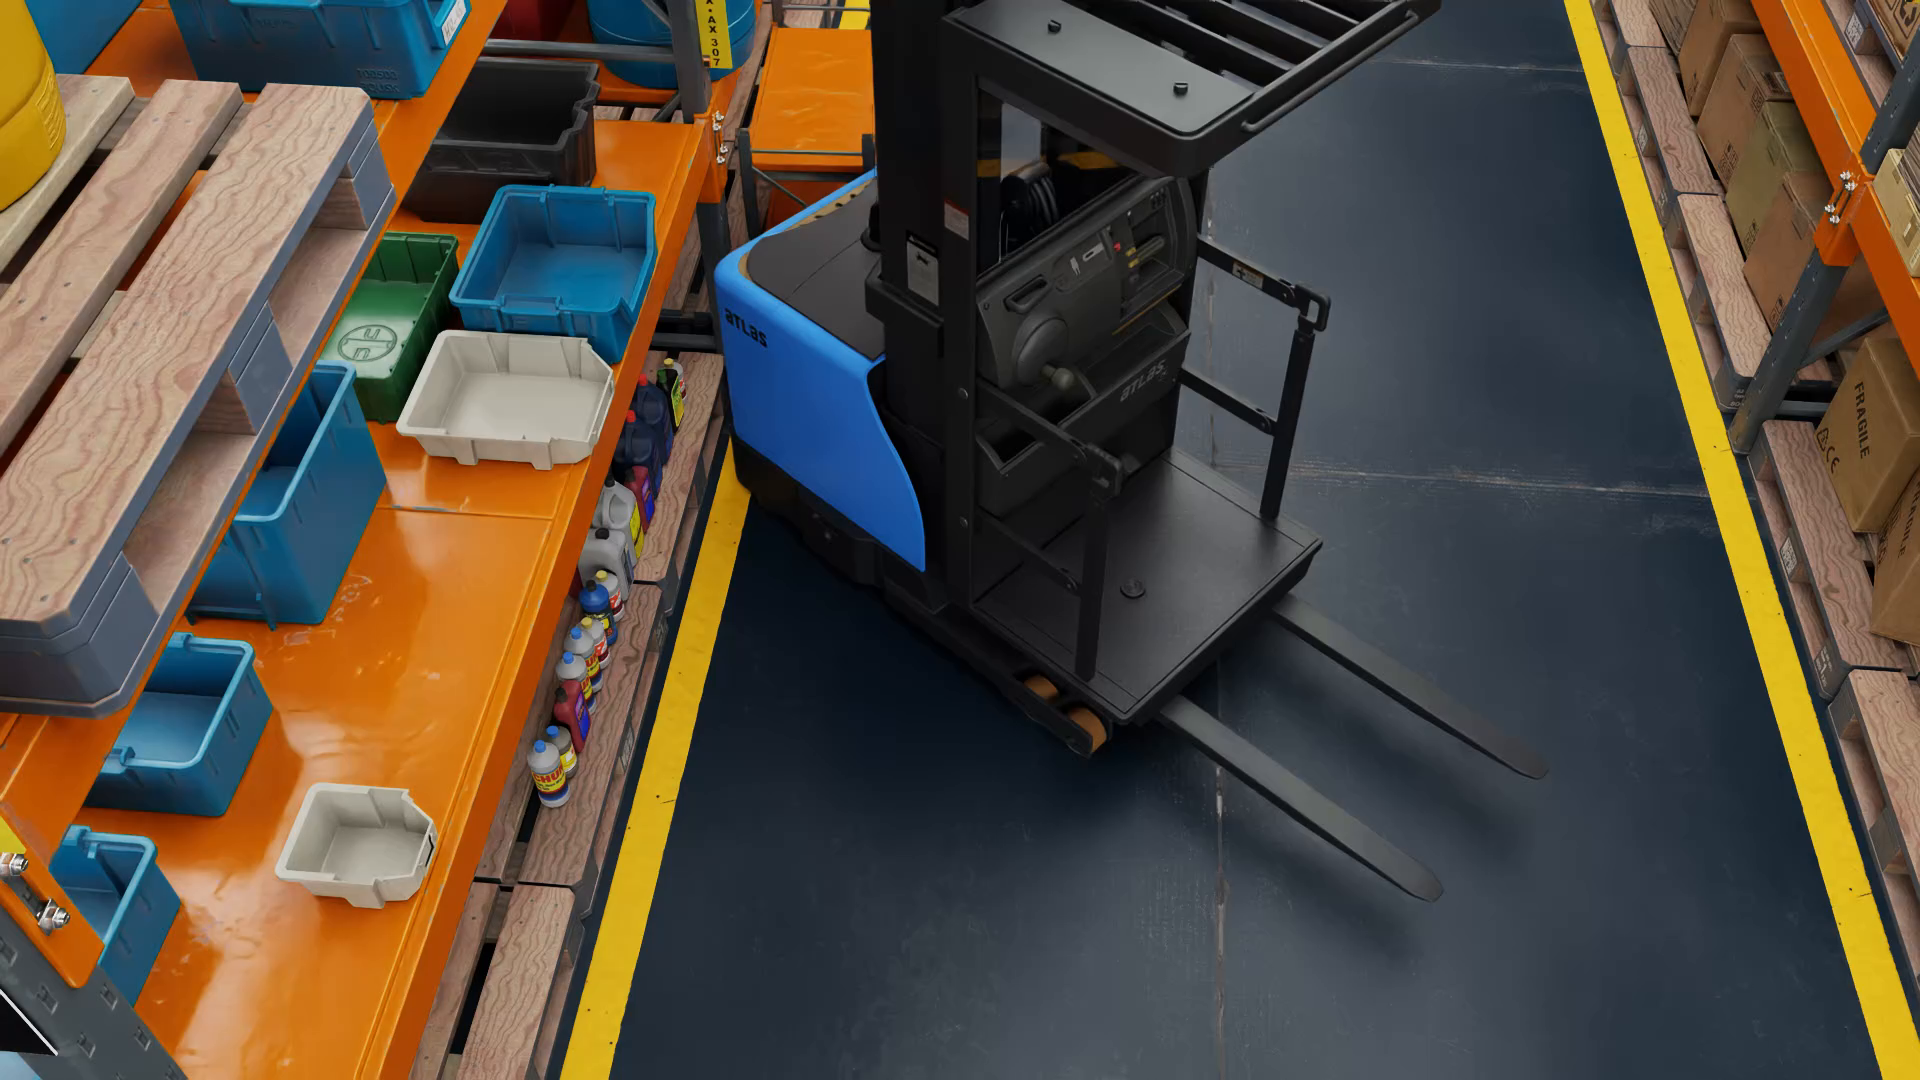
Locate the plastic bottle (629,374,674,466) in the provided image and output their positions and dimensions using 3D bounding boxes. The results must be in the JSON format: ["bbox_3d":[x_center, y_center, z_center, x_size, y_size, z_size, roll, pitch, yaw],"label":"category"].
[{"bbox_3d":[-1.153,-0.454,6.130,0.144,0.351,0.185,3,48,2],"label":"plastic bottle"}]

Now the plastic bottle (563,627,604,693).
[{"bbox_3d":[-1.230,0.382,5.418,0.097,0.271,0.097,0,48,0],"label":"plastic bottle"}]

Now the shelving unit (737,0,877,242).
[{"bbox_3d":[-0.544,-1.479,6.840,0.538,1.125,1.048,2,48,2],"label":"shelving unit"}]

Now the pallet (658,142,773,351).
[{"bbox_3d":[-1.349,-1.331,7.324,1.003,0.211,1.213,4,48,4],"label":"pallet"}]

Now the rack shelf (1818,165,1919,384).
[{"bbox_3d":[3.369,0.353,4.382,1.077,0.370,4.000,4,48,4],"label":"rack shelf"}]

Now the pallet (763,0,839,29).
[{"bbox_3d":[-1.126,-3.124,8.964,1.003,0.211,1.213,4,48,4],"label":"pallet"}]

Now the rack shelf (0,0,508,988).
[{"bbox_3d":[-1.564,-0.992,3.580,1.077,0.370,4.000,4,48,4],"label":"rack shelf"}]

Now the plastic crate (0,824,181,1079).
[{"bbox_3d":[-1.998,0.909,3.486,0.499,0.251,0.616,4,48,4],"label":"plastic crate"}]

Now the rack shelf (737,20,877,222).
[{"bbox_3d":[-0.544,-1.677,6.624,0.538,0.278,1.000,2,48,2],"label":"rack shelf"}]

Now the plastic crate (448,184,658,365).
[{"bbox_3d":[-1.212,-0.811,5.060,0.499,0.251,0.616,4,48,4],"label":"plastic crate"}]

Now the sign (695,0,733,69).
[{"bbox_3d":[-0.835,-1.741,5.622,0.100,0.325,0.005,4,48,4],"label":"sign"}]

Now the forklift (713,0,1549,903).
[{"bbox_3d":[0.551,-0.708,4.911,3.031,2.935,1.130,35,57,28],"label":"forklift"}]

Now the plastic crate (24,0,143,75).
[{"bbox_3d":[-1.872,-1.182,3.276,0.392,0.384,0.575,4,48,4],"label":"plastic crate"}]

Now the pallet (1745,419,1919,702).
[{"bbox_3d":[3.525,0.078,6.036,1.003,0.211,1.213,4,48,4],"label":"pallet"}]

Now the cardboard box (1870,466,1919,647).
[{"bbox_3d":[3.430,0.055,5.576,0.500,0.500,0.500,18,50,16],"label":"cardboard box"}]

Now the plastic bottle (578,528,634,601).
[{"bbox_3d":[-1.219,0.068,5.702,0.152,0.276,0.135,5,48,4],"label":"plastic bottle"}]

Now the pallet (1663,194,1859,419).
[{"bbox_3d":[3.620,-0.990,7.013,1.003,0.211,1.213,4,48,4],"label":"pallet"}]

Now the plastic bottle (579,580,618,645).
[{"bbox_3d":[-1.212,0.234,5.554,0.097,0.271,0.097,0,48,0],"label":"plastic bottle"}]

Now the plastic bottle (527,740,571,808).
[{"bbox_3d":[-1.270,0.708,5.121,0.097,0.271,0.097,0,48,0],"label":"plastic bottle"}]

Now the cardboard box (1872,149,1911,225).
[{"bbox_3d":[3.232,-1.137,5.427,0.380,0.149,0.250,4,48,4],"label":"cardboard box"}]

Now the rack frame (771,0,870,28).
[{"bbox_3d":[-0.522,-1.854,7.183,0.500,1.125,0.032,2,48,2],"label":"rack frame"}]

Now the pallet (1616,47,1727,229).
[{"bbox_3d":[3.729,-1.889,7.835,1.003,0.211,1.213,4,48,4],"label":"pallet"}]

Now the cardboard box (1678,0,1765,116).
[{"bbox_3d":[3.792,-2.284,7.702,0.700,0.500,0.500,7,48,7],"label":"cardboard box"}]

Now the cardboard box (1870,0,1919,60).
[{"bbox_3d":[3.763,-2.278,5.610,1.000,1.000,1.000,4,48,4],"label":"cardboard box"}]

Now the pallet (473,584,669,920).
[{"bbox_3d":[-1.593,0.638,5.523,1.003,0.211,1.213,4,48,4],"label":"pallet"}]

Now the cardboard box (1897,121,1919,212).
[{"bbox_3d":[3.448,-1.167,5.015,0.875,0.500,0.500,4,48,4],"label":"cardboard box"}]

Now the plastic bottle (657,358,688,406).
[{"bbox_3d":[-1.104,-0.609,6.372,0.097,0.201,0.097,0,48,0],"label":"plastic bottle"}]

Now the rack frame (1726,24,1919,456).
[{"bbox_3d":[3.551,-1.359,5.461,1.000,3.000,0.127,4,48,4],"label":"rack frame"}]

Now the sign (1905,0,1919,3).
[{"bbox_3d":[2.998,-1.785,5.065,0.100,0.325,0.005,4,48,4],"label":"sign"}]

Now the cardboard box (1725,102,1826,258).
[{"bbox_3d":[3.690,-1.463,6.951,0.700,0.500,0.500,4,48,3],"label":"cardboard box"}]

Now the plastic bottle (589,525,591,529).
[{"bbox_3d":[-1.305,-0.041,5.798,0.061,0.283,0.133,4,48,4],"label":"plastic bottle"}]

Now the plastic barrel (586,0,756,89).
[{"bbox_3d":[-1.045,-2.125,5.821,0.600,0.901,0.708,4,48,4],"label":"plastic barrel"}]

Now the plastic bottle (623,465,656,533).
[{"bbox_3d":[-1.144,-0.168,5.914,0.061,0.283,0.133,7,48,6],"label":"plastic bottle"}]

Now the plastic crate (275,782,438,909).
[{"bbox_3d":[-1.344,0.700,3.756,0.298,0.136,0.250,4,48,4],"label":"plastic crate"}]

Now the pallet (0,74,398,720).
[{"bbox_3d":[-1.573,-0.303,2.590,1.003,0.211,1.213,4,48,4],"label":"pallet"}]

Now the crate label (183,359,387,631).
[{"bbox_3d":[-1.848,-0.136,4.317,0.502,0.435,0.616,4,48,4],"label":"crate label"}]

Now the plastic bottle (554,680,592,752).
[{"bbox_3d":[-1.232,0.539,5.267,0.061,0.283,0.133,5,48,4],"label":"plastic bottle"}]
